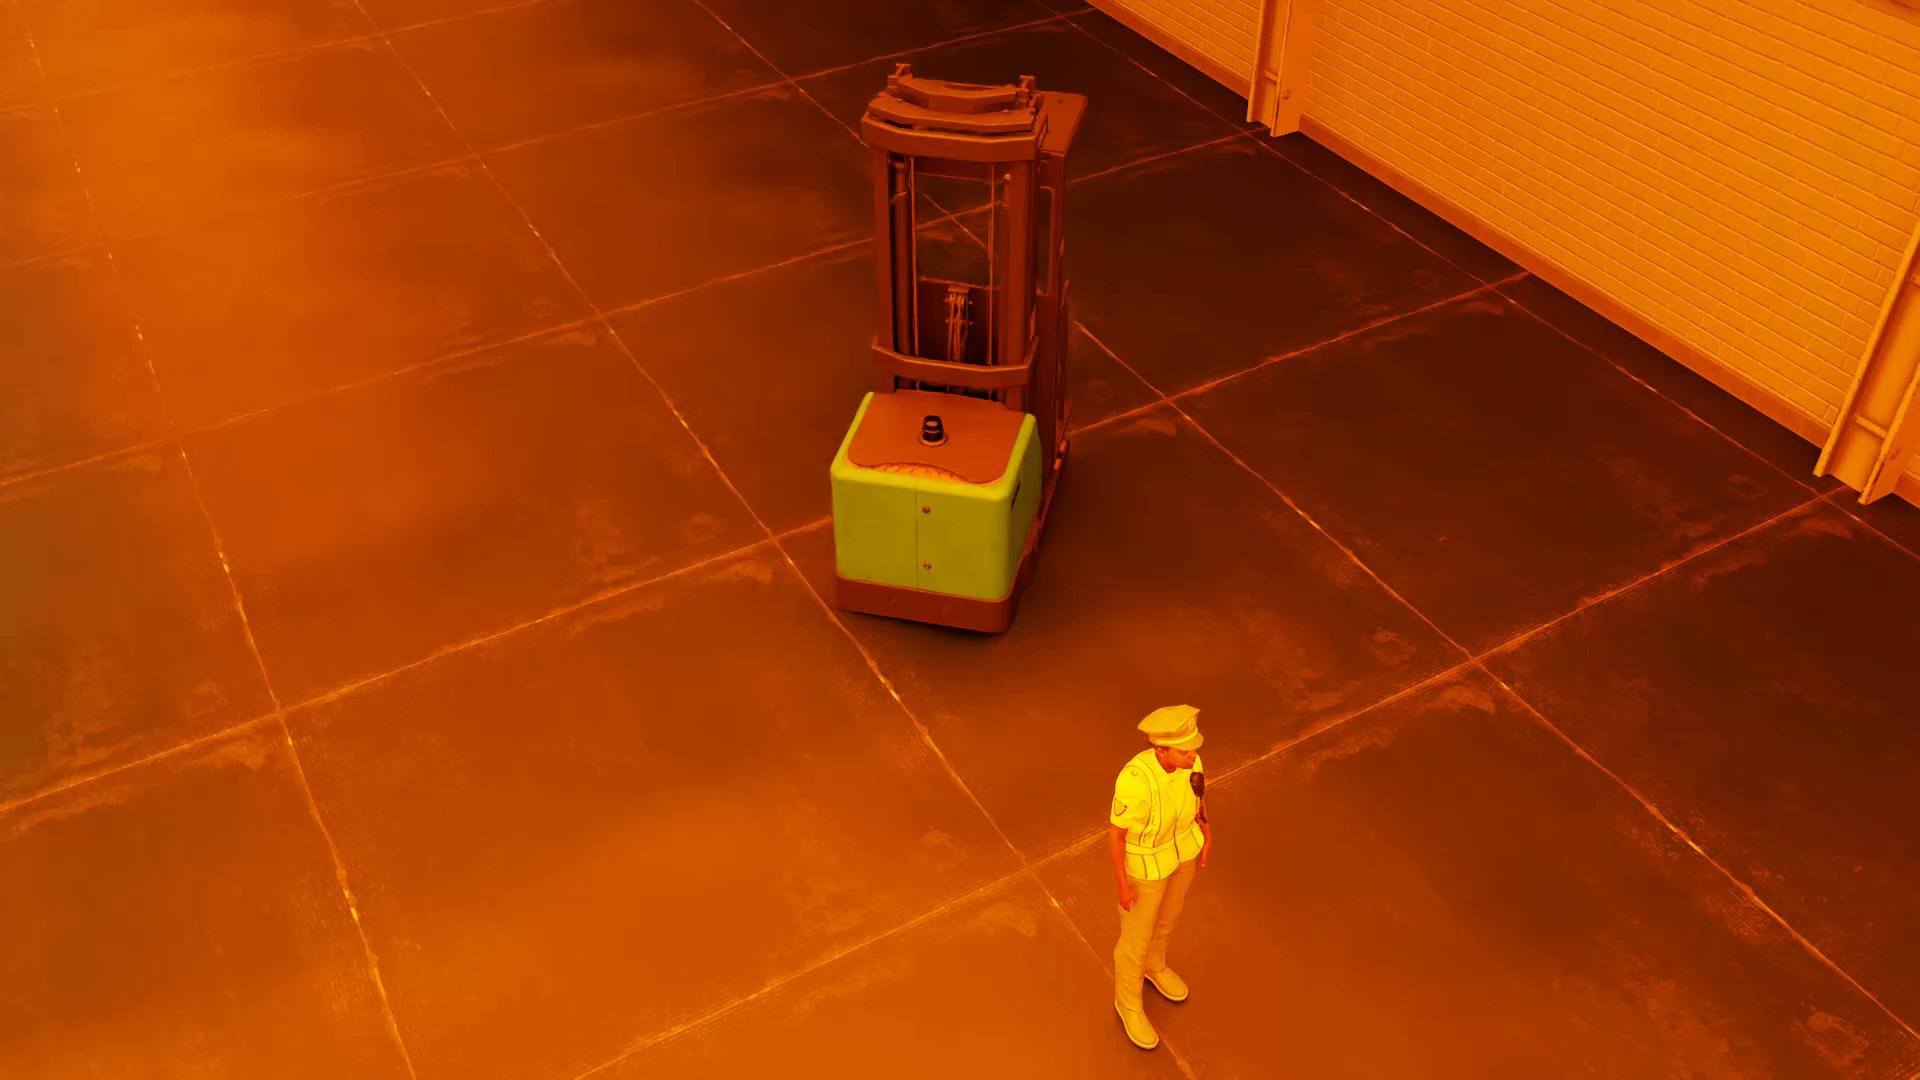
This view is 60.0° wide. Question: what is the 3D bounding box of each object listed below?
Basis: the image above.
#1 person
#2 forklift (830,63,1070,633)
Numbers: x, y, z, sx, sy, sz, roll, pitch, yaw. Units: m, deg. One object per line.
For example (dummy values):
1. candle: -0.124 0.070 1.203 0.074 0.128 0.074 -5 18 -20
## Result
1. person: 0.871 1.370 7.290 0.510 1.628 0.394 -25 46 -27
2. forklift: 0.102 -1.541 9.894 1.130 2.935 3.031 9 40 10
